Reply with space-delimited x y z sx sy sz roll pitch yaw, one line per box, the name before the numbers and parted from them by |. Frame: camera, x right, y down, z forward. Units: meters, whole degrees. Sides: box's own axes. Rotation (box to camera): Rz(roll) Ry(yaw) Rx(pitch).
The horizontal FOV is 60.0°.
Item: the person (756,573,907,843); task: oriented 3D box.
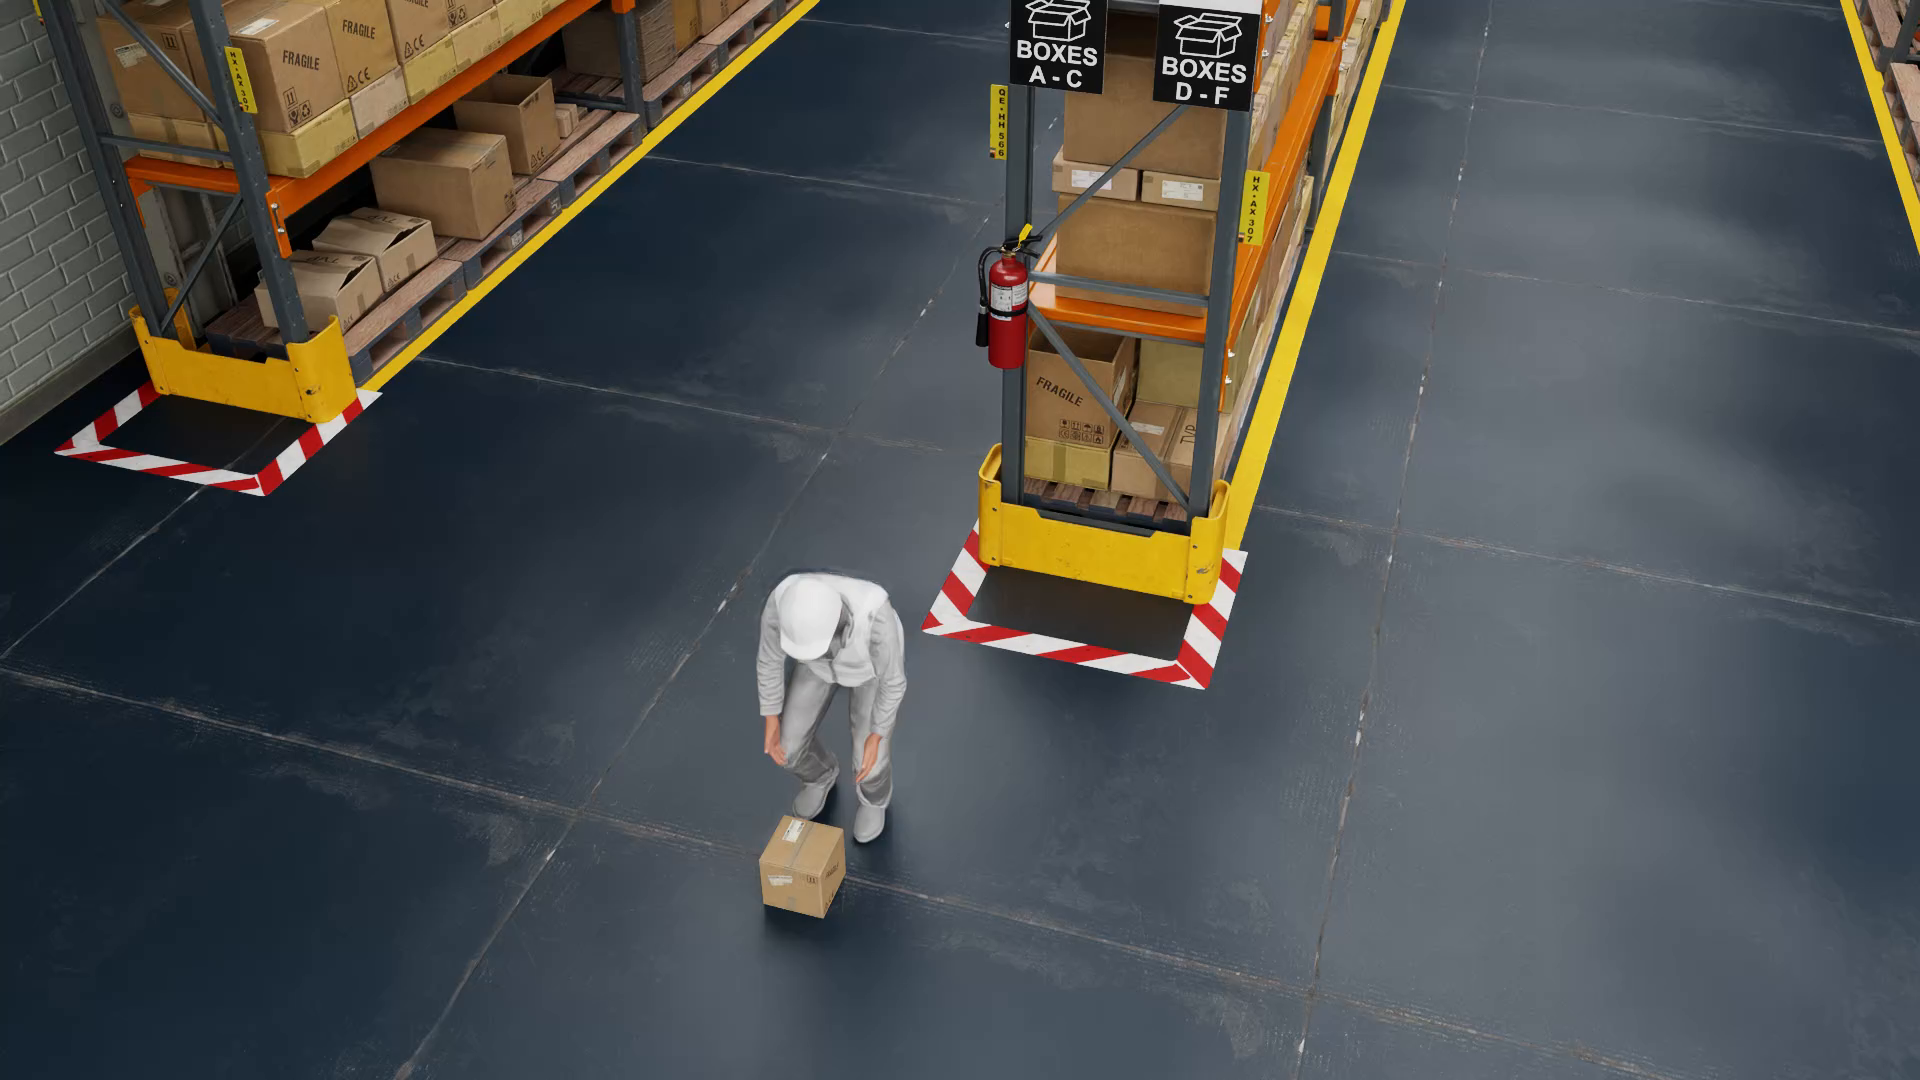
person | -0.459 0.574 6.402 0.591 1.420 0.769 11 38 14
